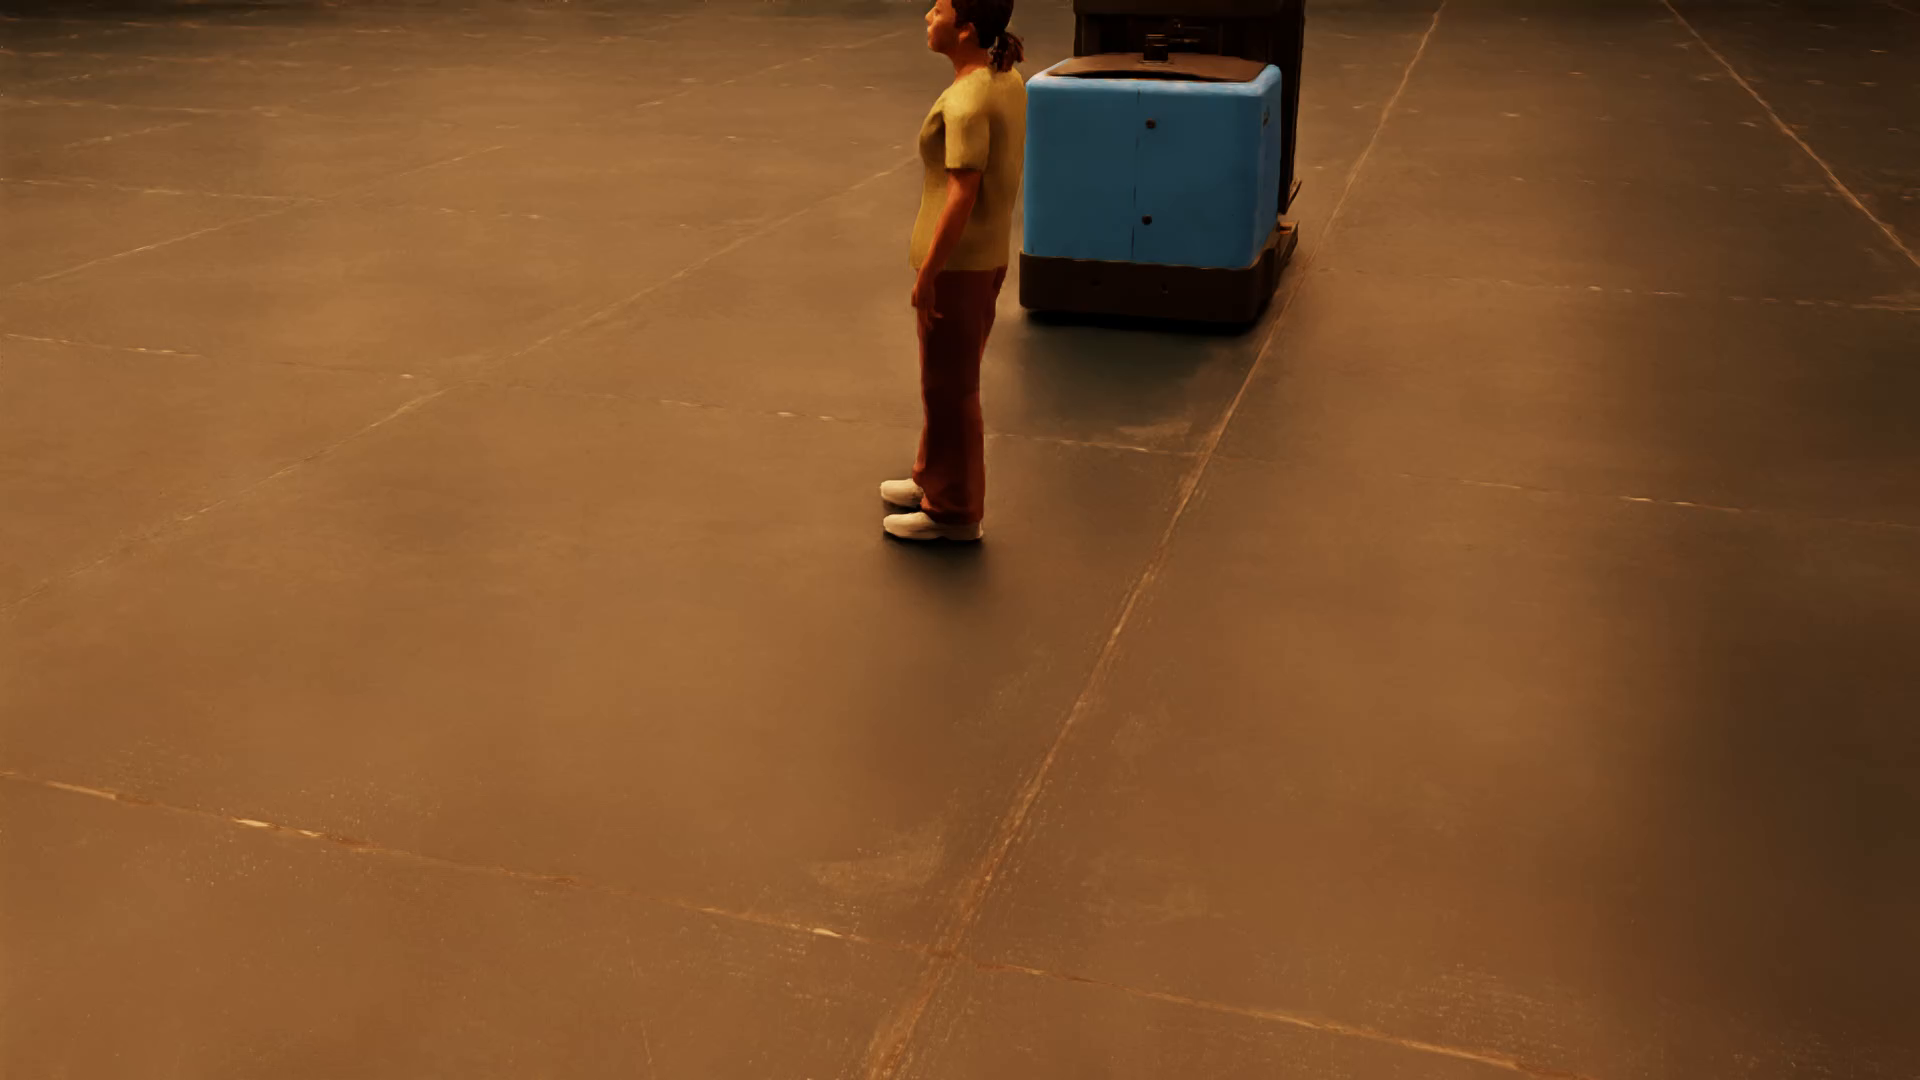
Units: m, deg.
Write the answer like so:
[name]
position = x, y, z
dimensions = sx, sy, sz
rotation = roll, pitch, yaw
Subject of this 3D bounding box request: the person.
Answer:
[person]
position = -0.067, -0.793, 4.828
dimensions = 0.548, 1.674, 0.554
rotation = 7, 23, 16

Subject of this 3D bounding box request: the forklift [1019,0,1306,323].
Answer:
[forklift]
position = 1.164, -2.830, 8.134
dimensions = 1.130, 2.935, 3.031
rotation = 6, 23, 15
